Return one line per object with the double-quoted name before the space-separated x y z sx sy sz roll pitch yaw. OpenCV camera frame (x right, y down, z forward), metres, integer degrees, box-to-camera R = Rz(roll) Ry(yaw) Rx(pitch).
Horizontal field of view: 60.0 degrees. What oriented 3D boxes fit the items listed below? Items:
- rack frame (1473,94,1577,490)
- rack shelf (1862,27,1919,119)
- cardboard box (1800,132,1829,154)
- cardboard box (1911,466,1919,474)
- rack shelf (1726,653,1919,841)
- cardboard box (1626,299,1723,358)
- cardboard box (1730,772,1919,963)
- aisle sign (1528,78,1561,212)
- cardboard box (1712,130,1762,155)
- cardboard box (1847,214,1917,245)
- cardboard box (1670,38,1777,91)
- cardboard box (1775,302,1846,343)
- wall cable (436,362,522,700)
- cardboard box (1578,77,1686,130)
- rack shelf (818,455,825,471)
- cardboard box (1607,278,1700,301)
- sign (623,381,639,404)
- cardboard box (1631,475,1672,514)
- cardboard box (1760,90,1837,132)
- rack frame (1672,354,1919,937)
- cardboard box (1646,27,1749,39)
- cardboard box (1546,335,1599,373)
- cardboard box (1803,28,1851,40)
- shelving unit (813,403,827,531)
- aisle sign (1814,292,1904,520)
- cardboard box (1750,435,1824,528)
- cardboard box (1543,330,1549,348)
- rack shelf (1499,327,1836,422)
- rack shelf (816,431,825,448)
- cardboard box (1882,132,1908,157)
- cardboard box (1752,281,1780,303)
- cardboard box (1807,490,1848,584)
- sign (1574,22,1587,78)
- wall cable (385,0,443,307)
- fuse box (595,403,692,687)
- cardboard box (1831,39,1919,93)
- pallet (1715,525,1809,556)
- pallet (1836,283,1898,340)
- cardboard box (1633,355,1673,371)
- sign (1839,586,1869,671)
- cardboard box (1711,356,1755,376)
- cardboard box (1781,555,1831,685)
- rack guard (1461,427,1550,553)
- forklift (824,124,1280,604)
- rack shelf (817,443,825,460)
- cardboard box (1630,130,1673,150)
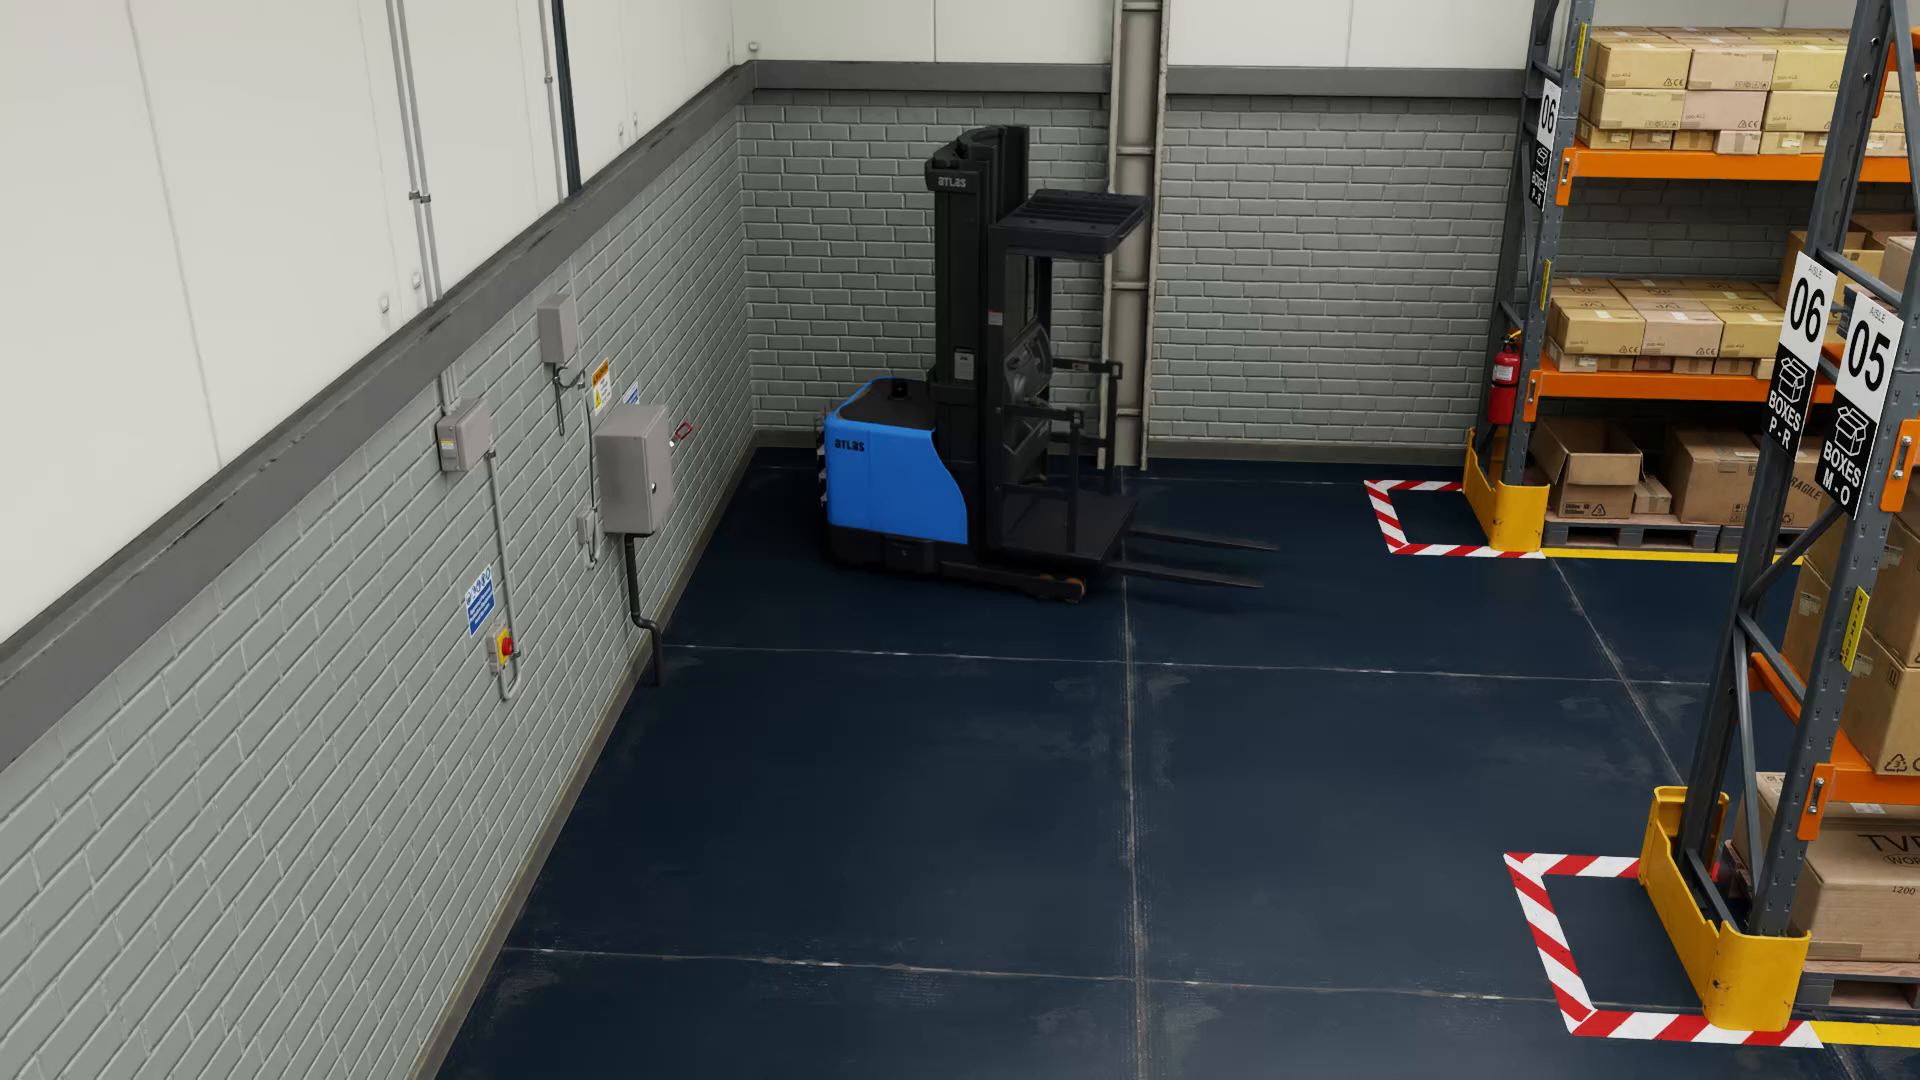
"rack frame" 3.913 -1.523 11.683 0.127 3.000 1.000 2 25 4
"rack shelf" 5.531 -1.607 6.028 4.000 0.370 1.077 2 25 4
"cardboard box" 5.484 -2.613 10.765 0.250 0.149 0.380 2 25 3
"cardboard box" 3.910 -0.321 6.978 0.250 0.149 0.380 2 25 5
"rack shelf" 5.531 0.936 7.198 4.000 0.370 1.077 2 25 4
"cardboard box" 4.847 -1.447 11.342 0.500 0.250 0.500 2 25 5
"cardboard box" 4.202 1.498 7.680 0.875 0.438 0.875 1 25 2
"aisle sign" 3.822 -2.584 10.879 0.004 0.787 0.394 2 25 4
"cardboard box" 4.971 -2.601 10.738 0.250 0.149 0.380 2 25 5
"cardboard box" 6.437 -1.961 11.562 0.500 0.500 0.500 1 25 3
"cardboard box" 4.842 -3.037 10.610 0.500 0.250 0.500 2 25 4
"cardboard box" 5.864 -1.425 11.293 0.500 0.250 0.500 1 25 3
"wall cable" -2.087 -0.101 7.339 0.123 1.953 0.585 2 25 4
"cardboard box" 4.334 -2.825 10.747 0.500 0.250 0.500 2 25 3
"rack shelf" -0.887 -0.569 11.974 0.200 0.077 0.258 4 25 15
"cardboard box" 4.906 -1.669 11.824 0.500 0.250 0.500 2 25 4
"sign" -1.950 -0.665 9.932 0.001 0.494 0.329 2 25 4
"cardboard box" 4.936 -0.330 11.998 0.250 0.149 0.380 1 25 2
"cardboard box" 5.352 -2.796 10.683 0.500 0.250 0.500 1 25 2
"rack frame" 3.537 0.546 7.187 0.127 3.000 1.000 2 25 4
"cardboard box" 4.896 -3.265 11.106 0.500 0.250 0.500 1 25 2
"cardboard box" 4.220 -1.284 11.464 0.250 0.149 0.380 2 25 4
"cardboard box" 5.907 -3.226 11.020 0.500 0.250 0.500 2 25 4
"shelving unit" -0.884 -0.517 11.997 0.210 0.900 0.258 4 25 15
"aisle sign" 3.443 -0.517 6.386 0.004 0.787 0.394 2 25 4
"cardboard box" 5.884 -0.417 11.768 0.500 0.500 0.500 2 25 5
"cardboard box" 4.264 -1.510 11.956 0.250 0.149 0.380 2 25 3
"rack shelf" 5.907 -1.132 11.695 4.000 0.370 1.077 2 25 4
"rack shelf" -0.896 -0.733 11.901 0.200 0.077 0.258 4 25 15
"cardboard box" 5.983 -2.569 10.668 0.250 0.149 0.380 2 25 5
"cardboard box" 5.921 -1.634 11.749 0.500 0.250 0.500 2 25 4
"cardboard box" 4.035 -0.038 7.139 0.500 0.500 0.500 3 25 6
"sign" 3.871 -3.057 10.382 0.005 0.325 0.100 2 25 4
"wall cable" -2.157 -2.244 6.073 0.029 3.000 0.463 2 25 4
"fuse box" -1.781 0.089 9.720 0.414 1.711 0.539 2 25 4
"cardboard box" 5.853 -3.015 10.561 0.500 0.250 0.500 3 25 5
"pallet" 5.997 -0.189 12.119 1.213 0.211 1.003 2 25 4
"pallet" 4.277 -0.757 6.536 1.213 0.211 1.003 2 25 4
"cardboard box" 4.741 -1.301 11.502 0.250 0.149 0.380 2 25 3
"sign" 3.488 0.348 6.487 0.005 0.325 0.100 2 25 4
"cardboard box" 5.254 -1.262 11.415 0.250 0.149 0.380 2 25 5
"cardboard box" 4.038 0.405 7.372 0.500 0.500 0.500 2 25 4
"rack guard" 3.989 -0.385 12.201 0.348 0.500 1.175 2 25 4
"forklift" 0.641 -1.160 10.975 3.031 2.935 1.130 8 26 17
"rack shelf" -0.891 -0.651 11.938 0.200 0.077 0.258 4 25 15
"cardboard box" 4.476 -2.667 10.881 0.250 0.149 0.380 2 25 5
